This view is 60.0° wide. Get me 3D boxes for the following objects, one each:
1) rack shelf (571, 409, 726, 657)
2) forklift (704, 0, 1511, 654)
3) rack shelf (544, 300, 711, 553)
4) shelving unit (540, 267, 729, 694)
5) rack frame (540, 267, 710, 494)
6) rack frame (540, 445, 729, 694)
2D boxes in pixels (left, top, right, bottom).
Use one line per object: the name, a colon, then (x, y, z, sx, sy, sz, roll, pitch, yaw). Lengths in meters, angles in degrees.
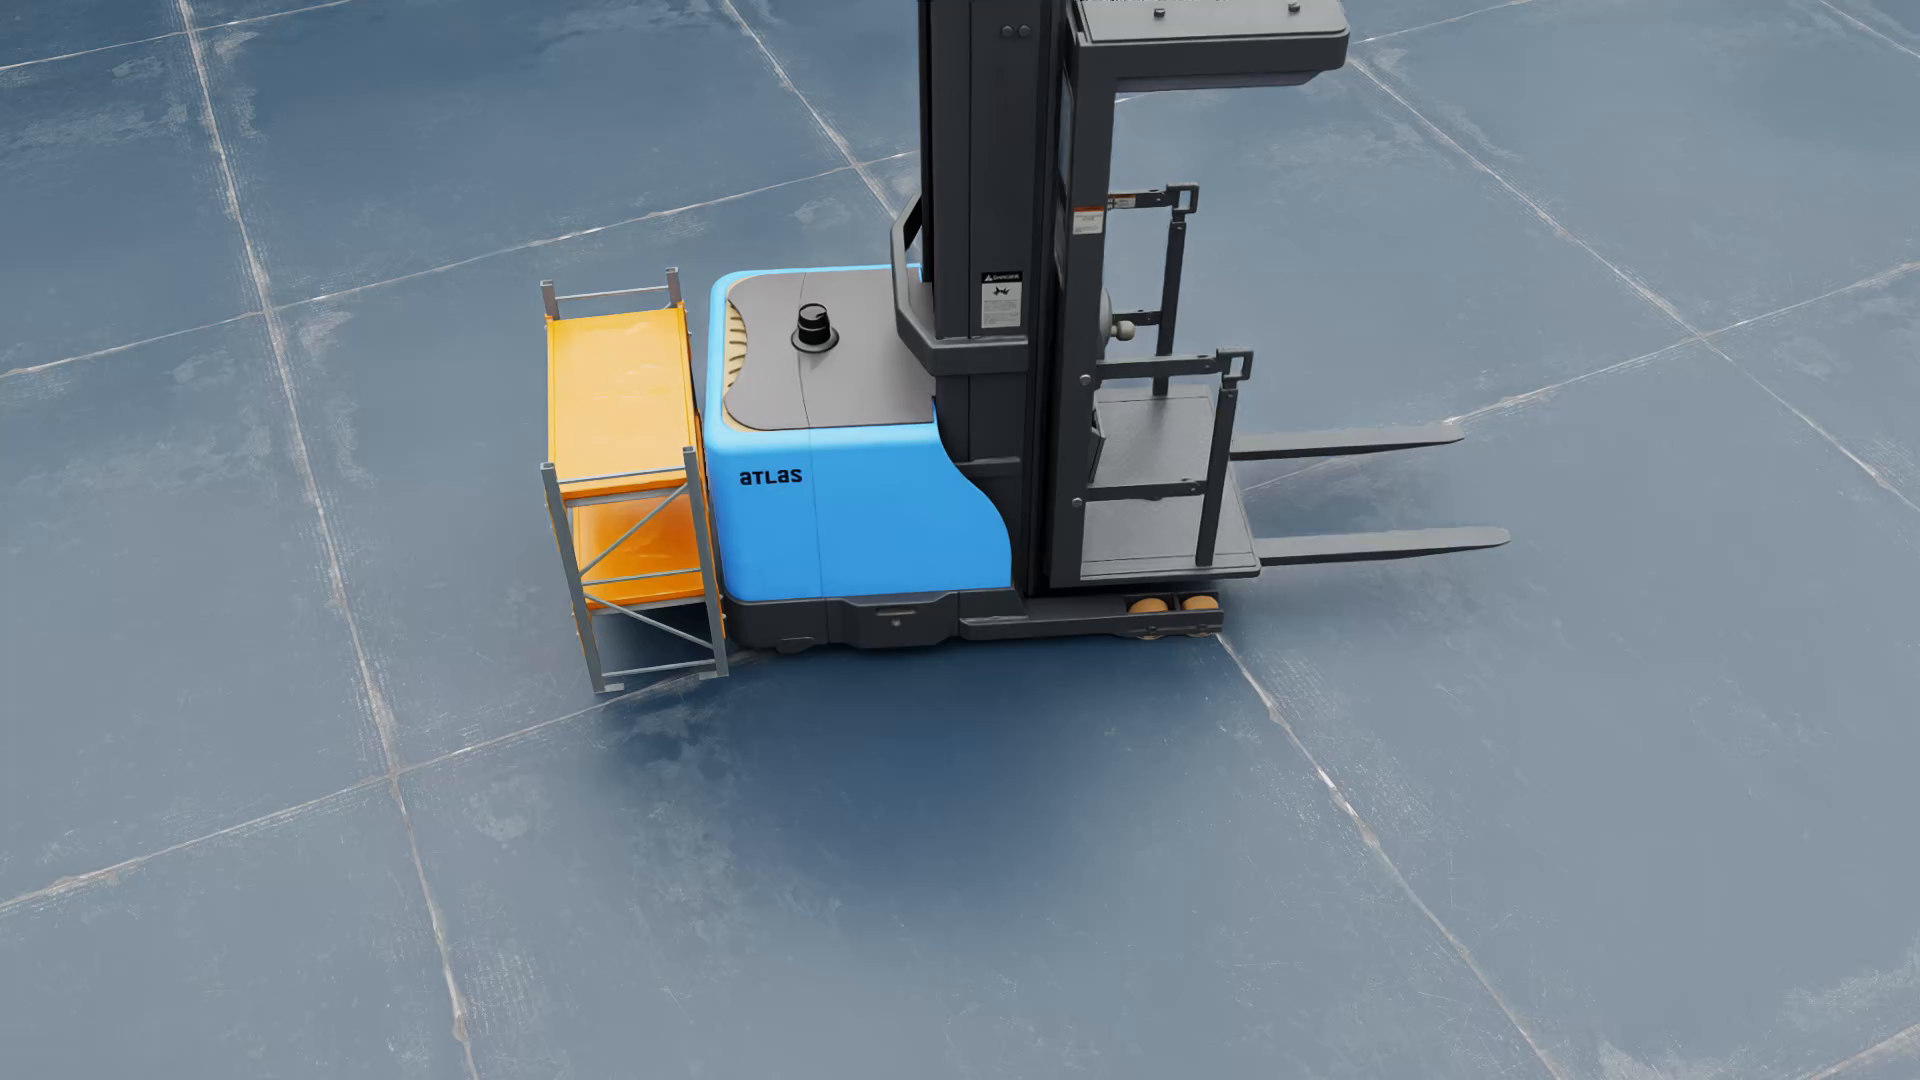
rack shelf: (-1.204, -0.047, 6.345, 0.538, 0.278, 1.000, -7, 45, -7)
forklift: (0.598, -1.032, 5.709, 3.031, 2.935, 1.130, -3, 45, -3)
rack shelf: (-1.204, -0.429, 5.968, 0.538, 0.278, 1.000, -7, 45, -7)
shelving unit: (-1.204, -0.221, 6.173, 0.538, 1.125, 1.048, -7, 45, -7)
rack frame: (-1.294, -0.573, 6.529, 0.500, 1.125, 0.032, -7, 45, -7)
rack frame: (-1.114, 0.130, 5.817, 0.500, 1.125, 0.032, -7, 45, -7)
